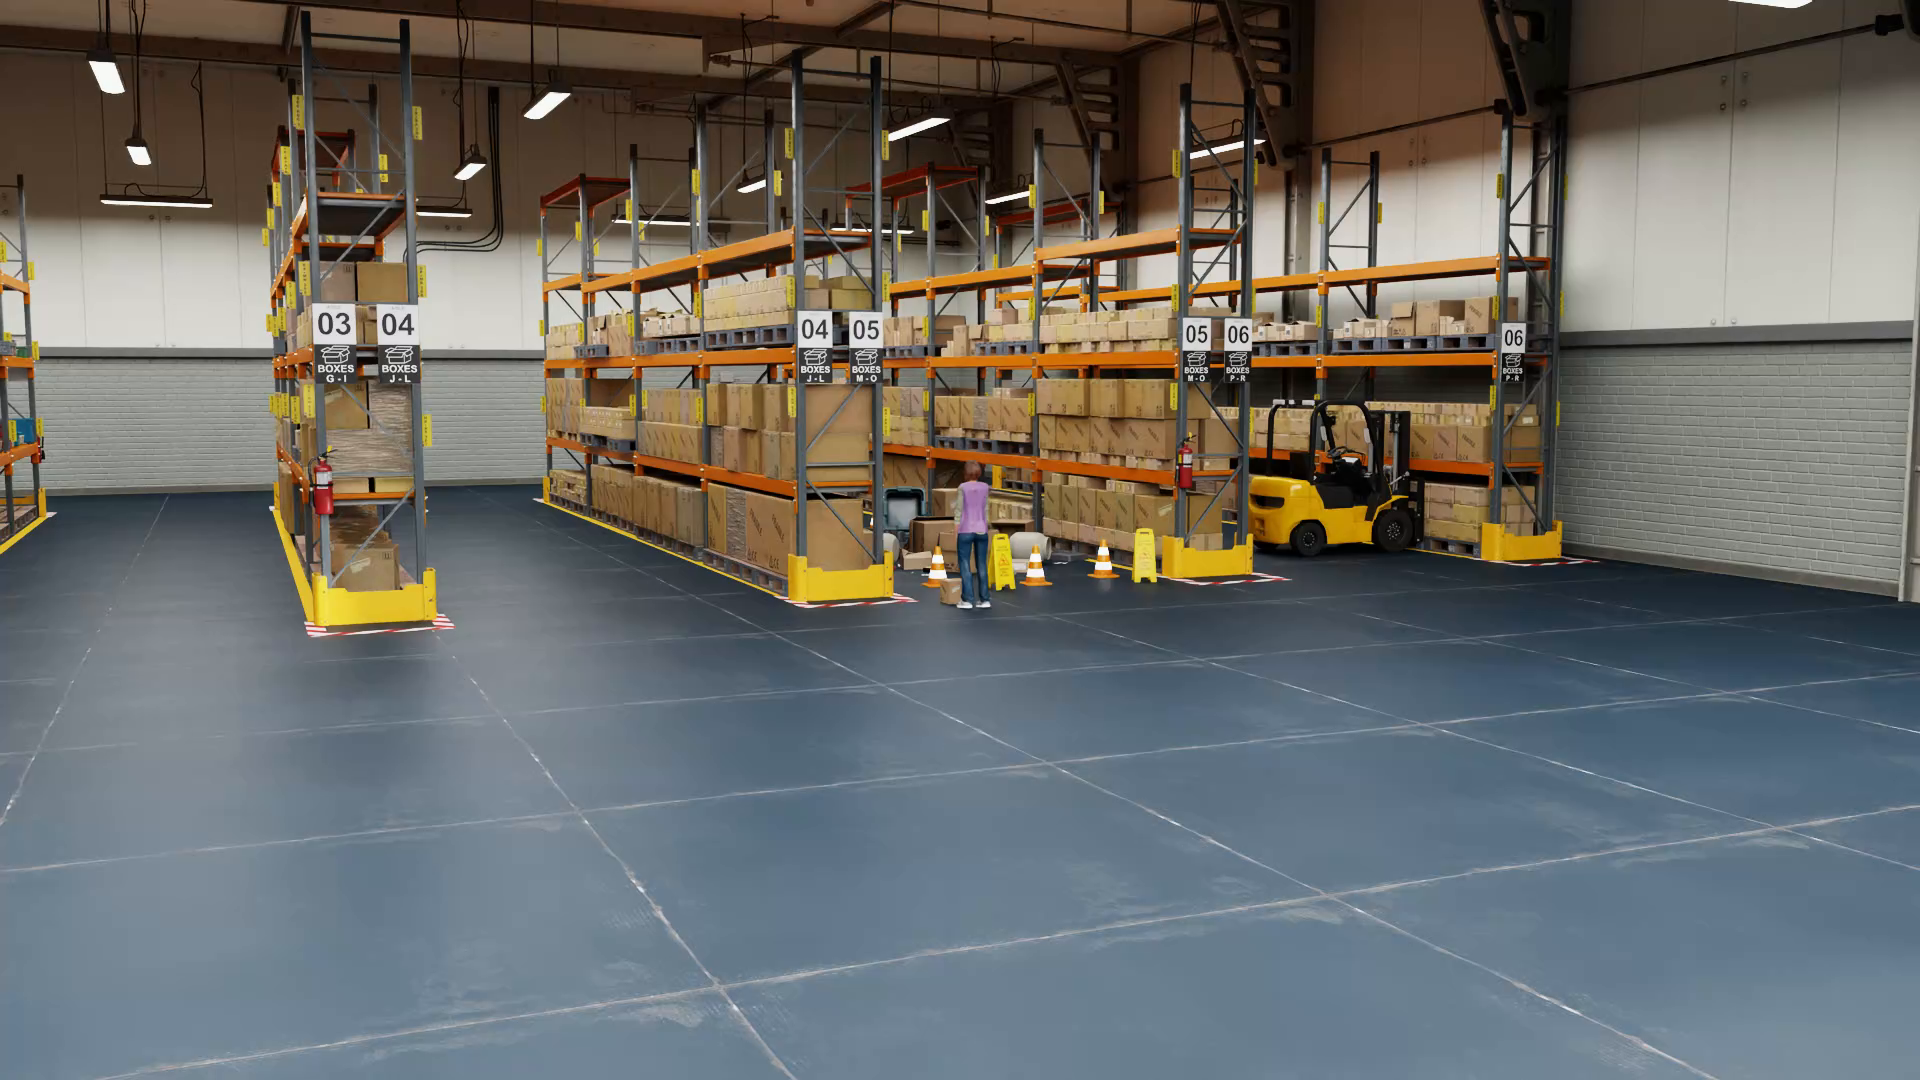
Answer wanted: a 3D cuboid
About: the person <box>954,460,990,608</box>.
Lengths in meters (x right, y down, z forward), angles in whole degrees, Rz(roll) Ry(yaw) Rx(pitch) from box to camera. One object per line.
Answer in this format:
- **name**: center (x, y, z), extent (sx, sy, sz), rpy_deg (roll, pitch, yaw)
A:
- **person**: center (0.121, -0.058, 17.835), extent (0.406, 1.597, 0.310), rpy_deg (-2, 6, -22)
